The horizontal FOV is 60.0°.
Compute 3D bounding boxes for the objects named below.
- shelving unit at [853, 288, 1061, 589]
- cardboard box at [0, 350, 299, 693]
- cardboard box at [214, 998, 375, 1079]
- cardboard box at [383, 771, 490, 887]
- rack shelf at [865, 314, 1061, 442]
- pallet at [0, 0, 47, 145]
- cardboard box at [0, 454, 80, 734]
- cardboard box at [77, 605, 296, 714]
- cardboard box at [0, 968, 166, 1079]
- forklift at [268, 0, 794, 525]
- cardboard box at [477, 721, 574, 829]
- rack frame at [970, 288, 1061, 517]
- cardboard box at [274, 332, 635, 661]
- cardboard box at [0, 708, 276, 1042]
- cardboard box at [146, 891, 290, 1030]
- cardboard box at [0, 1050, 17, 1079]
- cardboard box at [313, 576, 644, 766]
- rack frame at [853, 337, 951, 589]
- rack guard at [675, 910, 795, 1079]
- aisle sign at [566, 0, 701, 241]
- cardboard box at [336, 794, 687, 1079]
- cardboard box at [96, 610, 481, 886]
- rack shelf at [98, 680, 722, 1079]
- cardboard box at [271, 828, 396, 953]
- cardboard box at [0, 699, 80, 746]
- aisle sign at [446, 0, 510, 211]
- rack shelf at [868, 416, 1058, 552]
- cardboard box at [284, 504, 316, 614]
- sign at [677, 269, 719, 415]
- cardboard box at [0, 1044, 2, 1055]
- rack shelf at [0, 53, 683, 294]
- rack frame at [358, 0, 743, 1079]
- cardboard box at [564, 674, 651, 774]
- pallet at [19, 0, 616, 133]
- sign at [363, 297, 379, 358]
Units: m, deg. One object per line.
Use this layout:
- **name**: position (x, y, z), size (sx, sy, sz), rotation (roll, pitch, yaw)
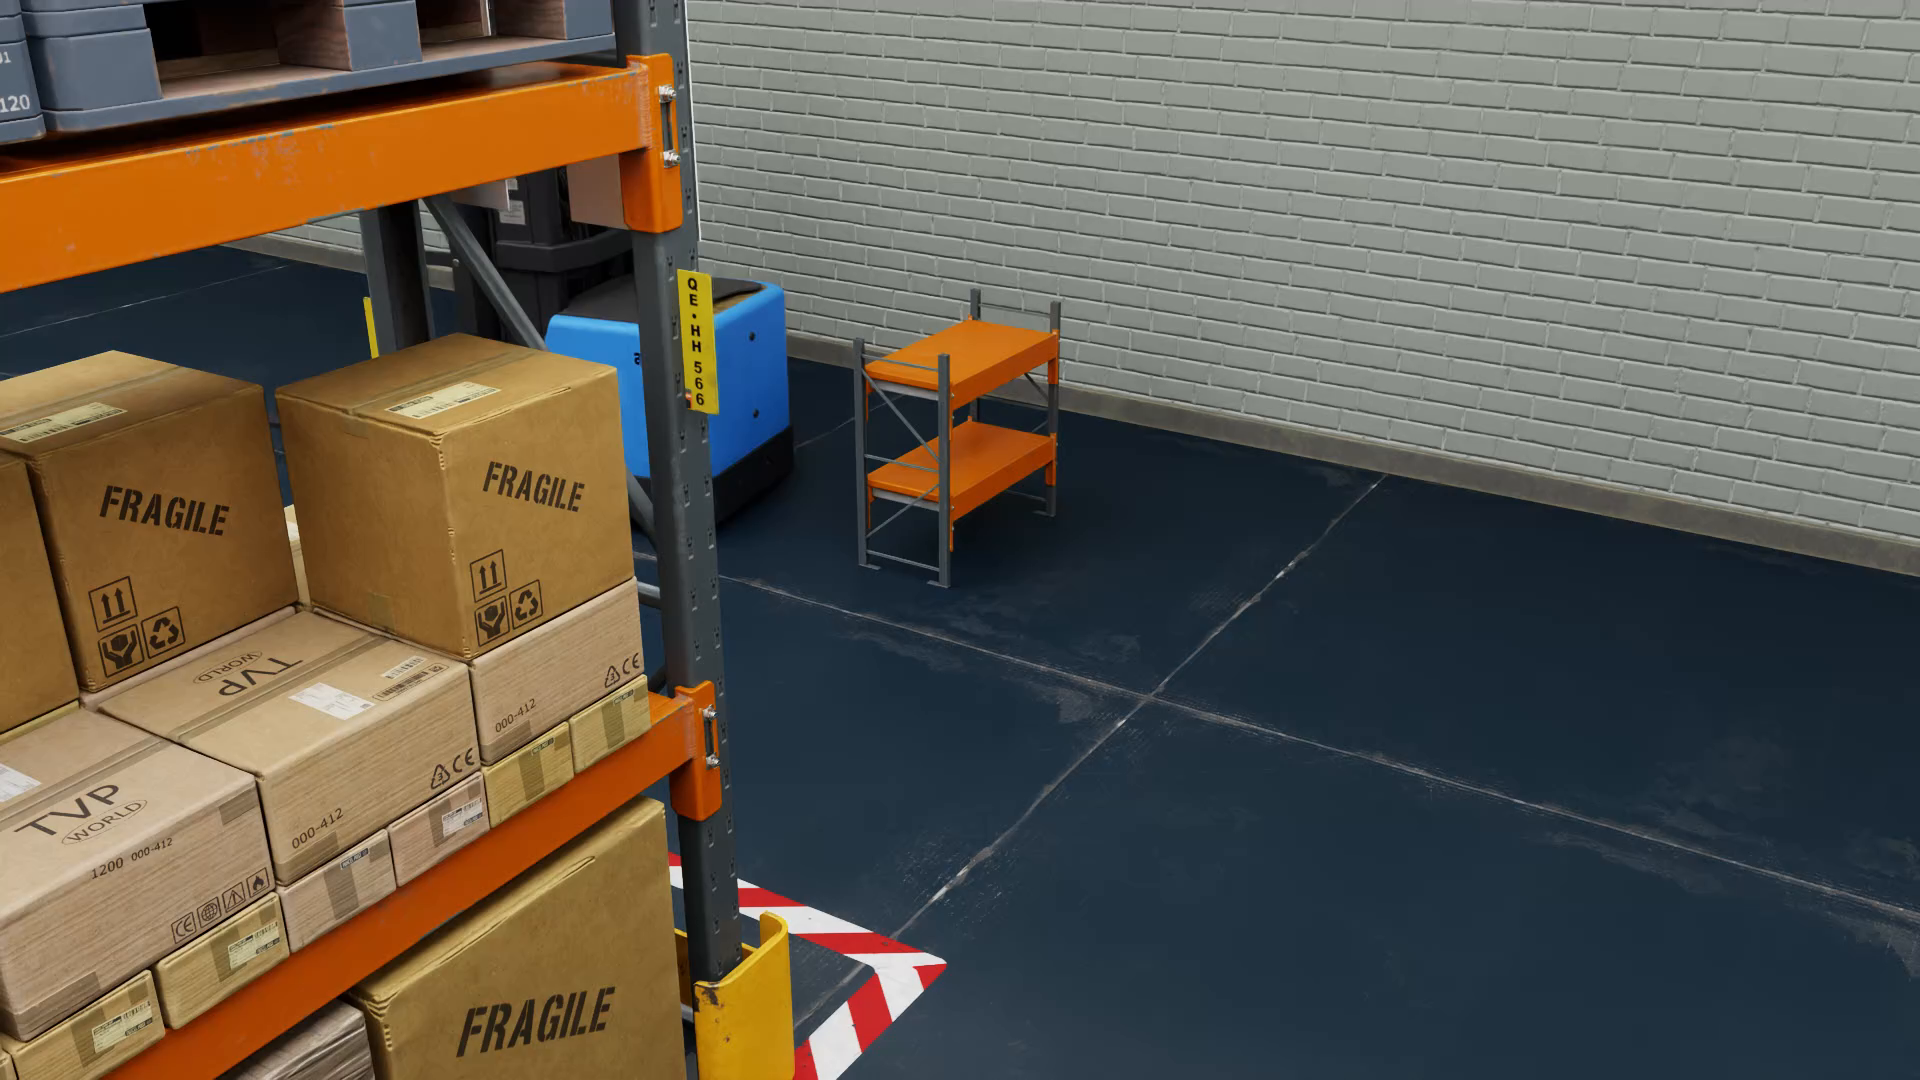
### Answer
- **shelving unit**: position (0.004, -0.518, 8.032), size (0.538, 1.125, 1.048), rotation (14, 27, 29)
- **cardboard box**: position (-1.792, -0.060, 3.483), size (0.500, 0.500, 0.500), rotation (13, 27, 28)
- **cardboard box**: position (-1.795, 1.400, 3.386), size (0.875, 0.875, 0.875), rotation (14, 27, 29)
- **cardboard box**: position (-1.223, 0.555, 3.508), size (0.380, 0.149, 0.250), rotation (14, 27, 29)
- **rack shelf**: position (0.004, -0.787, 7.916), size (0.538, 0.278, 1.000), rotation (14, 27, 29)
- **pallet**: position (-2.071, -0.592, 2.178), size (1.003, 0.211, 1.213), rotation (14, 27, 29)
- **cardboard box**: position (-2.060, 0.116, 3.076), size (0.500, 0.500, 0.500), rotation (13, 27, 28)
- **cardboard box**: position (-1.797, 0.292, 3.613), size (0.500, 0.250, 0.500), rotation (13, 27, 28)
- **cardboard box**: position (-1.627, 0.815, 2.908), size (0.380, 0.149, 0.250), rotation (14, 27, 29)
- **forklift**: position (-2.465, -1.728, 8.552), size (3.031, 2.935, 1.130), rotation (9, 25, 20)
- **cardboard box**: position (-1.089, 0.470, 3.704), size (0.380, 0.149, 0.250), rotation (14, 27, 29)
- **rack frame**: position (0.272, -0.690, 8.428), size (0.500, 1.125, 0.032), rotation (14, 27, 29)
- **cardboard box**: position (-1.079, -0.115, 3.609), size (0.500, 0.500, 0.500), rotation (14, 27, 30)
- **cardboard box**: position (-1.612, 0.572, 2.967), size (0.500, 0.250, 0.500), rotation (13, 27, 27)
- **cardboard box**: position (-1.491, 0.727, 3.111), size (0.380, 0.149, 0.250), rotation (13, 27, 28)
- **cardboard box**: position (-1.760, 0.898, 2.716), size (0.380, 0.149, 0.250), rotation (14, 27, 30)
- **cardboard box**: position (-1.076, 0.229, 3.759), size (0.500, 0.250, 0.500), rotation (13, 27, 28)
- **rack frame**: position (-0.265, -0.347, 7.635), size (0.500, 1.125, 0.032), rotation (14, 27, 29)
- **rack guard**: position (-1.033, 1.217, 4.810), size (1.175, 0.500, 0.348), rotation (14, 27, 29)
- **aisle sign**: position (-0.753, -1.077, 3.689), size (0.394, 0.787, 0.004), rotation (14, 27, 29)
- **cardboard box**: position (-1.315, 1.093, 4.096), size (0.875, 0.875, 0.875), rotation (14, 27, 29)
- **cardboard box**: position (-1.344, 0.400, 3.364), size (0.500, 0.250, 0.500), rotation (13, 27, 28)
- **rack shelf**: position (-2.100, 1.083, 2.878), size (1.077, 0.370, 4.000), rotation (14, 27, 29)
- **cardboard box**: position (-1.356, 0.639, 3.314), size (0.380, 0.149, 0.250), rotation (14, 27, 30)
- **cardboard box**: position (-2.065, 0.461, 3.223), size (0.500, 0.250, 0.500), rotation (13, 27, 27)
- **aisle sign**: position (-1.262, -1.202, 3.980), size (0.394, 0.787, 0.004), rotation (14, 27, 29)
- **rack shelf**: position (0.004, -0.294, 8.129), size (0.538, 0.278, 1.000), rotation (14, 27, 29)
- **cardboard box**: position (-1.528, 0.116, 4.022), size (0.500, 0.250, 0.500), rotation (13, 27, 28)
- **sign**: position (-0.592, -0.444, 3.744), size (0.100, 0.325, 0.005), rotation (14, 27, 29)
- **cardboard box**: position (-1.883, 0.749, 2.559), size (0.500, 0.250, 0.500), rotation (14, 27, 29)
- **rack shelf**: position (-2.100, -0.294, 2.282), size (1.077, 0.370, 4.000), rotation (14, 27, 29)
- **rack frame**: position (-1.045, 0.078, 4.295), size (1.000, 3.000, 0.127), rotation (14, 27, 29)
- **cardboard box**: position (-0.953, 0.382, 3.908), size (0.380, 0.149, 0.250), rotation (14, 27, 30)
- **pallet**: position (-1.428, -1.006, 3.133), size (1.003, 0.211, 1.213), rotation (14, 27, 29)
- **sign**: position (-1.514, -0.474, 4.380), size (0.100, 0.325, 0.005), rotation (14, 27, 29)
